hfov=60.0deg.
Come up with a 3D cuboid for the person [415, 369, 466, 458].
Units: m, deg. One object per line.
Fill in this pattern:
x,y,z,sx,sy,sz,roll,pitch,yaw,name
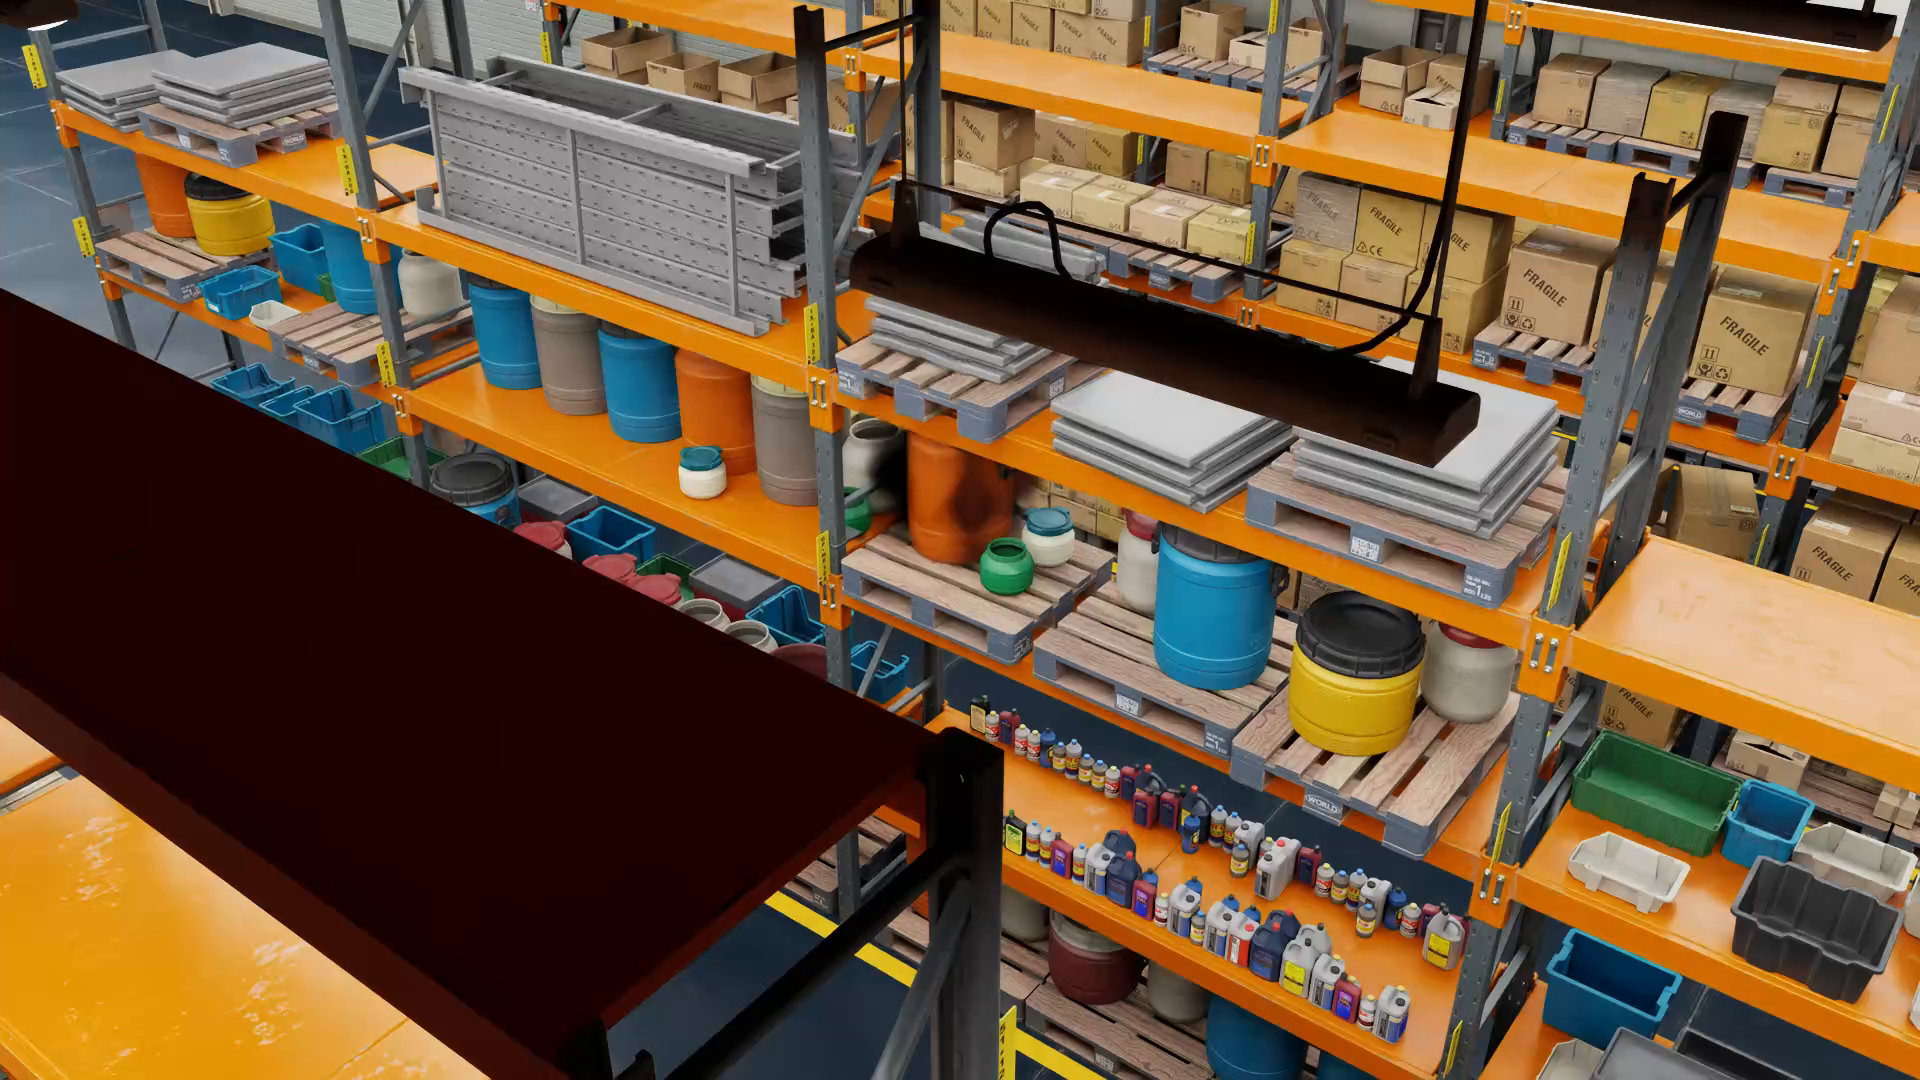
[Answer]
-4.826,-1.096,15.471,0.610,1.778,0.405,25,39,35,person
